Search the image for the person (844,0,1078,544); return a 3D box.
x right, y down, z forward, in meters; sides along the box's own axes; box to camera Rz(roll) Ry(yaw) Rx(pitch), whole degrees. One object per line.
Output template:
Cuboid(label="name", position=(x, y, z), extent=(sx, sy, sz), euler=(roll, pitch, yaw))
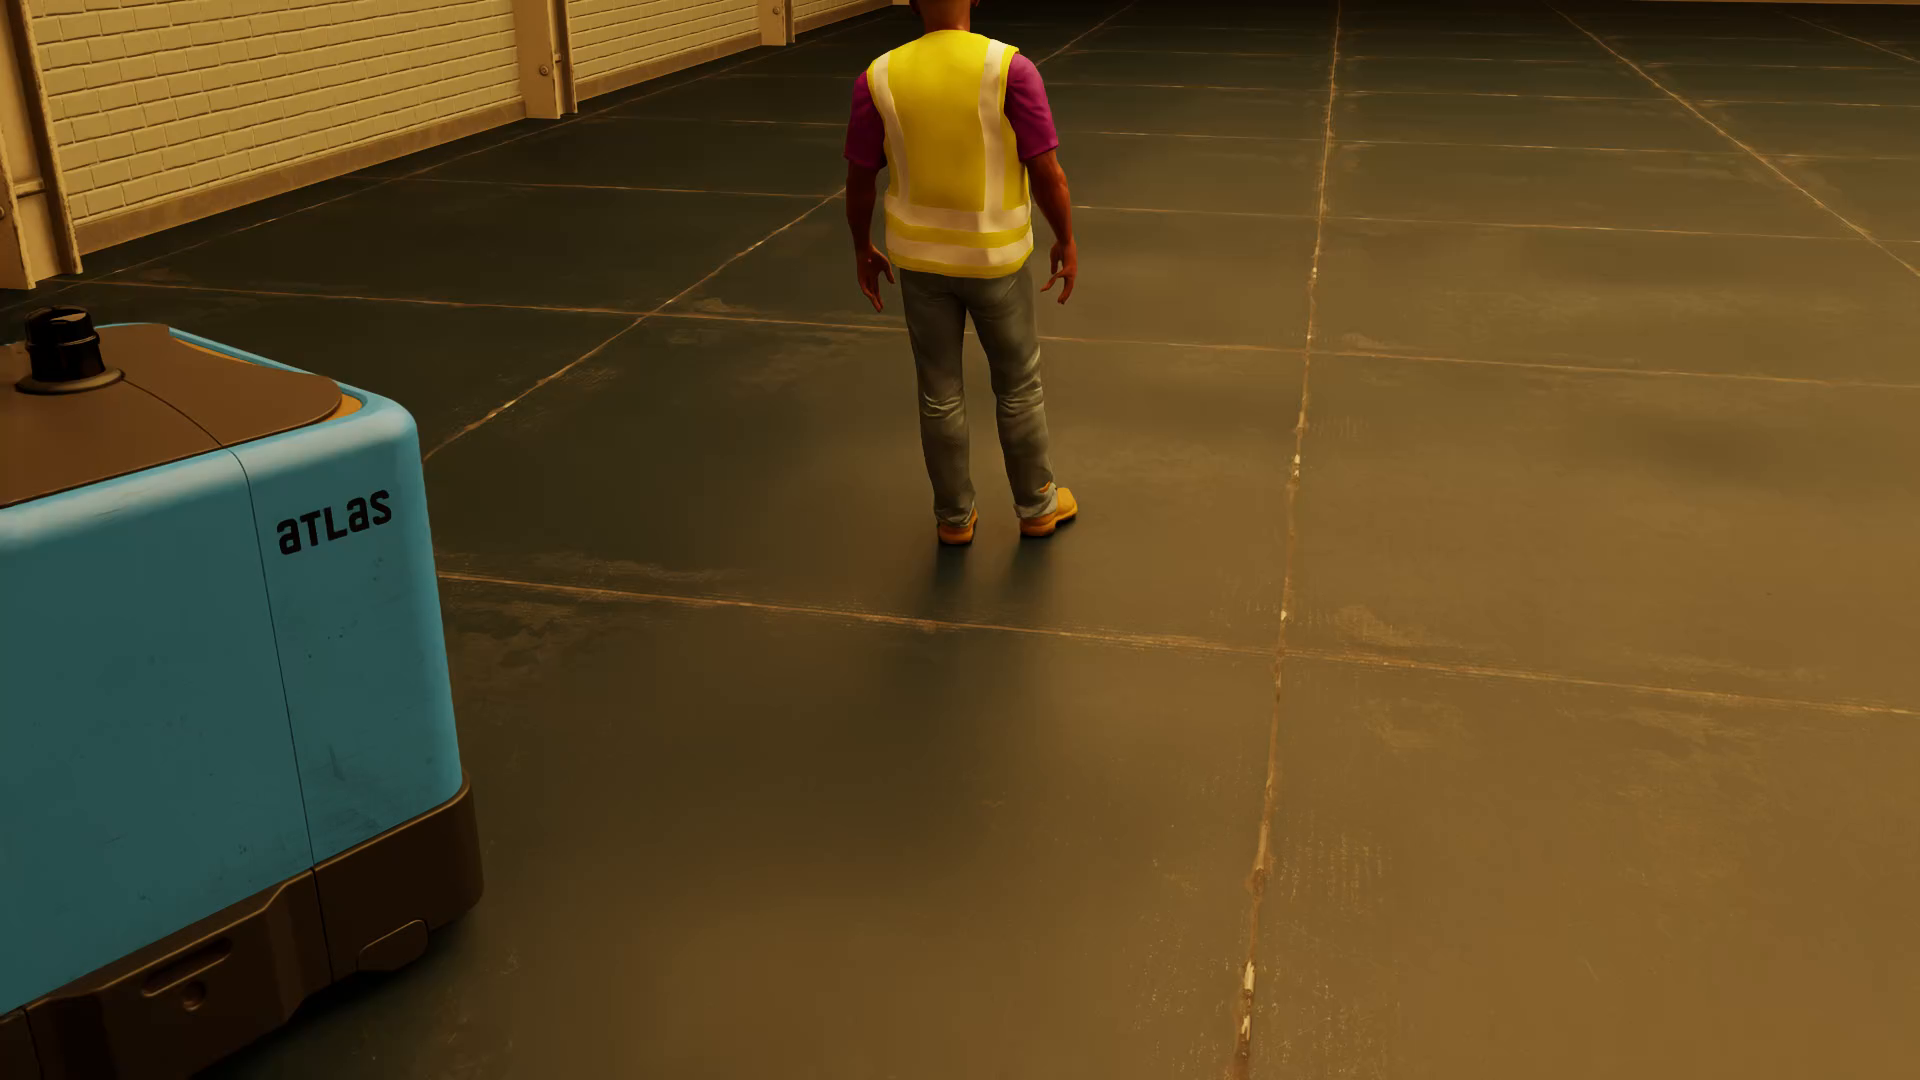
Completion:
Cuboid(label="person", position=(0.021, -0.850, 4.874), extent=(0.665, 1.765, 0.577), euler=(5, 23, 11))

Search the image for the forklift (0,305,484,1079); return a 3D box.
Cuboid(label="forklift", position=(-2.251, -0.282, 1.957), extent=(1.130, 2.935, 3.031), euler=(17, 28, 36))
